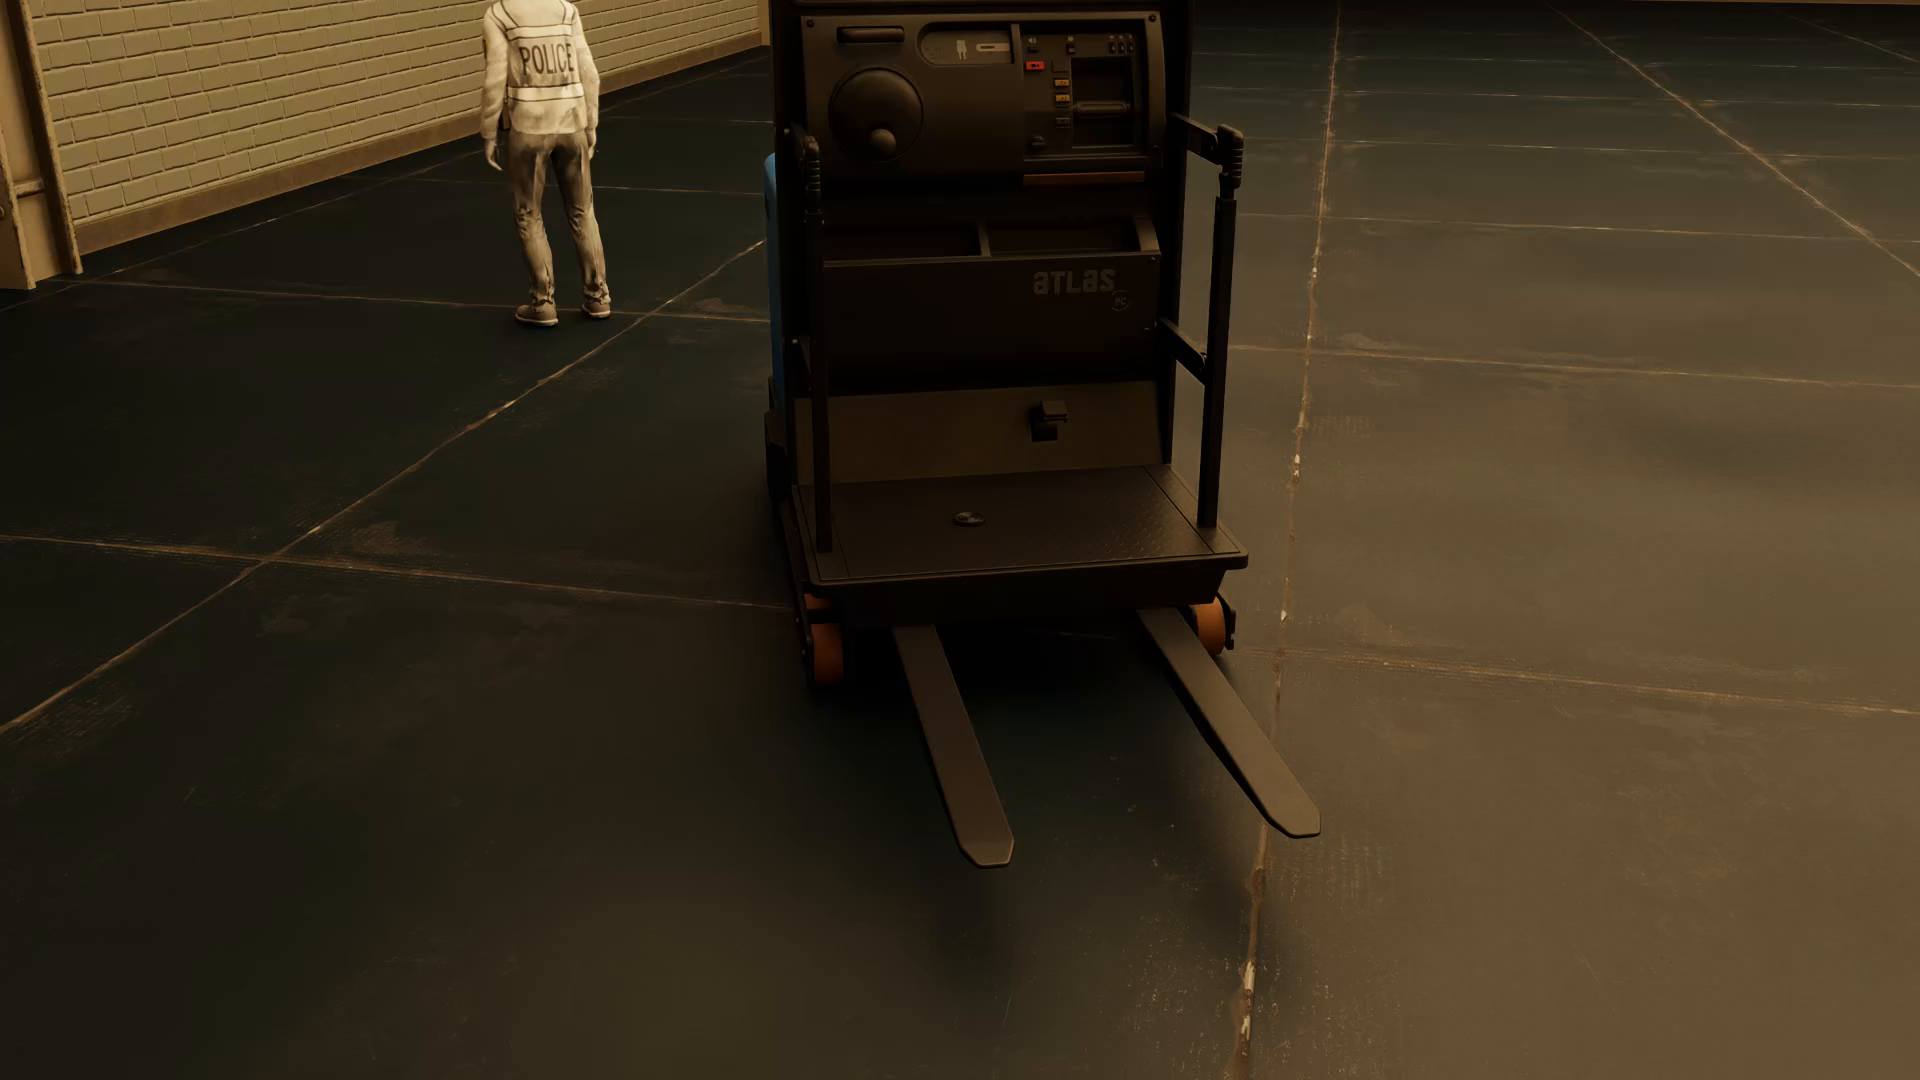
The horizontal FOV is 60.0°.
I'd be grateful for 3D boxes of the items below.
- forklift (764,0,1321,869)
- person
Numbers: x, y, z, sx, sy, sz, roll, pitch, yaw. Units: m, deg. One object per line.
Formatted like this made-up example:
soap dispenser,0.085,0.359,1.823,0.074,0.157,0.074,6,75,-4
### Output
forklift,0.104,-1.131,4.040,1.130,2.935,3.031,-4,22,-9
person,-1.833,-1.778,7.307,0.543,1.665,0.373,-15,26,-32
